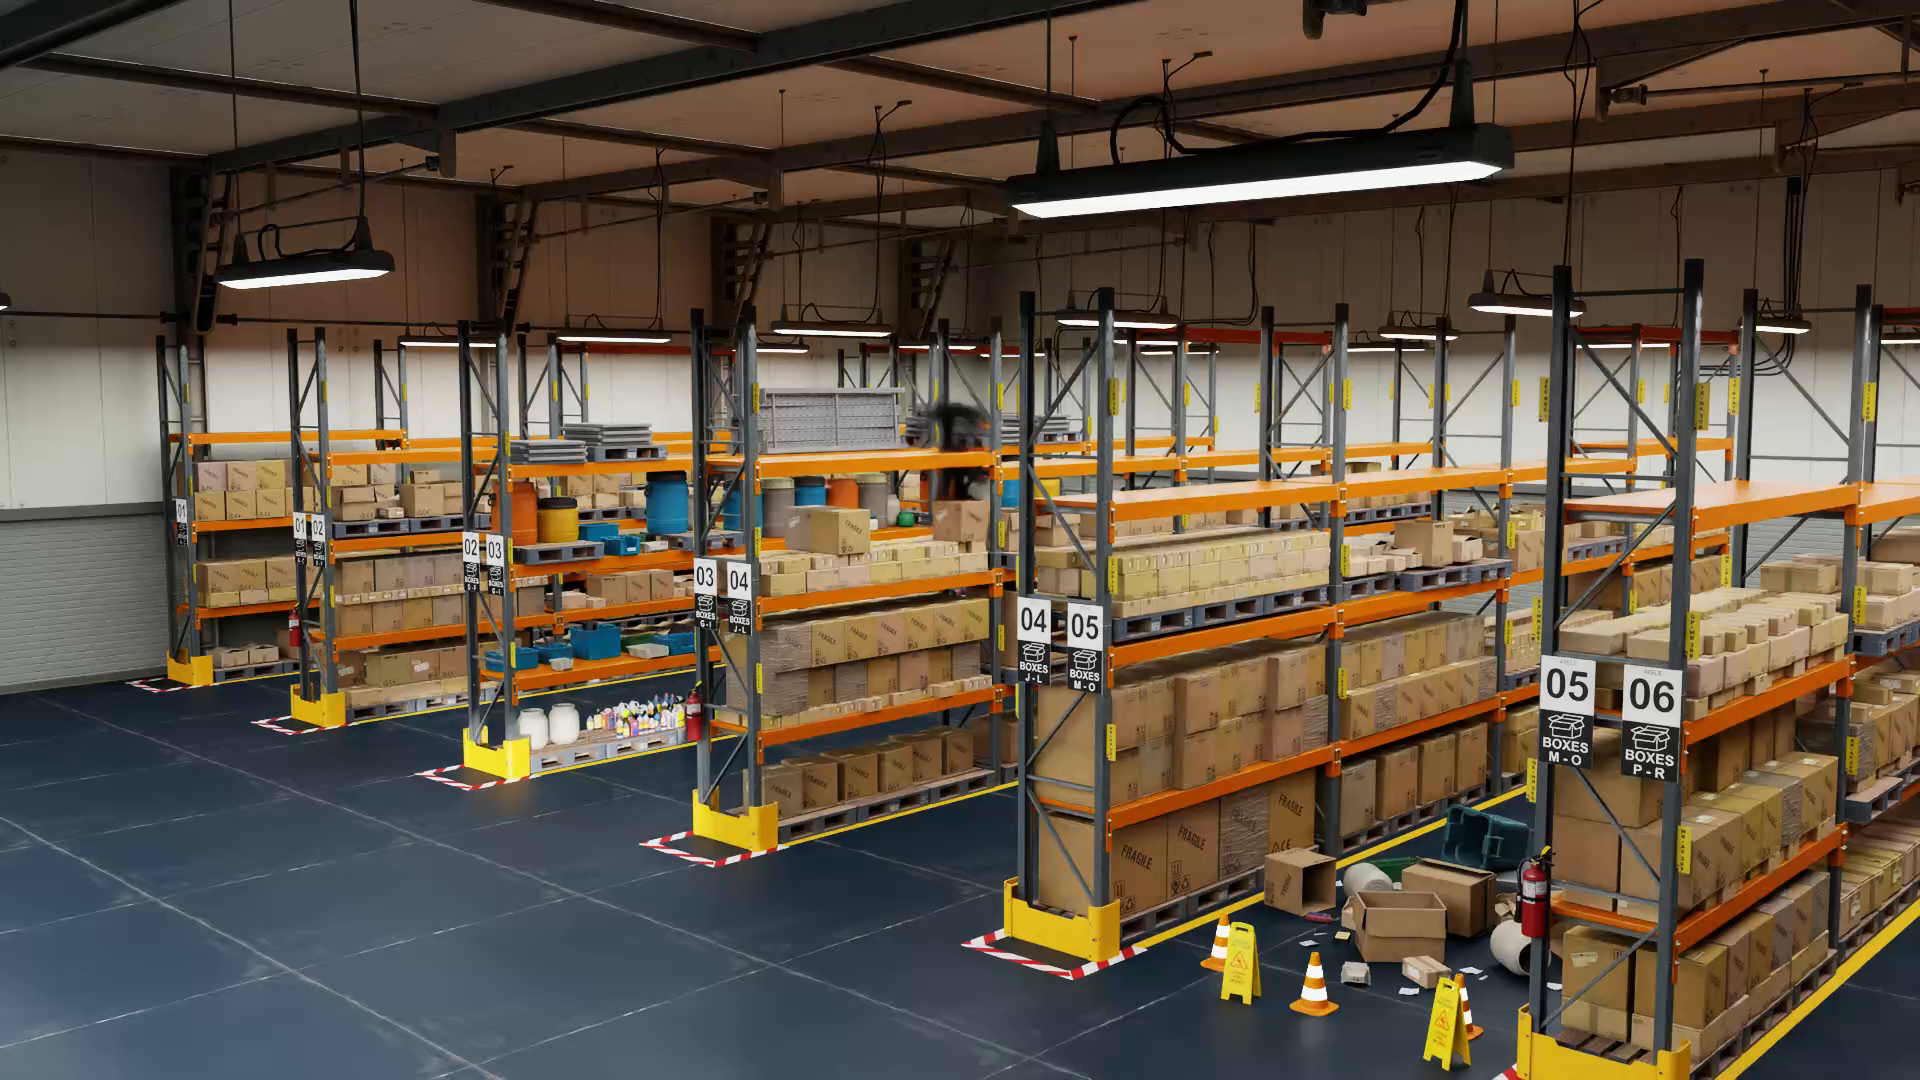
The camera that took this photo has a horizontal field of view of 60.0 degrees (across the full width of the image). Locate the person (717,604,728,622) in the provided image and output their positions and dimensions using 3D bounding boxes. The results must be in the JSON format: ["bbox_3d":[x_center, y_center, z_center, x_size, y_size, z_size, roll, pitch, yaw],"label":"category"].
[{"bbox_3d":[-4.782,1.229,33.367,0.632,1.651,0.584,3,6,30],"label":"person"}]
